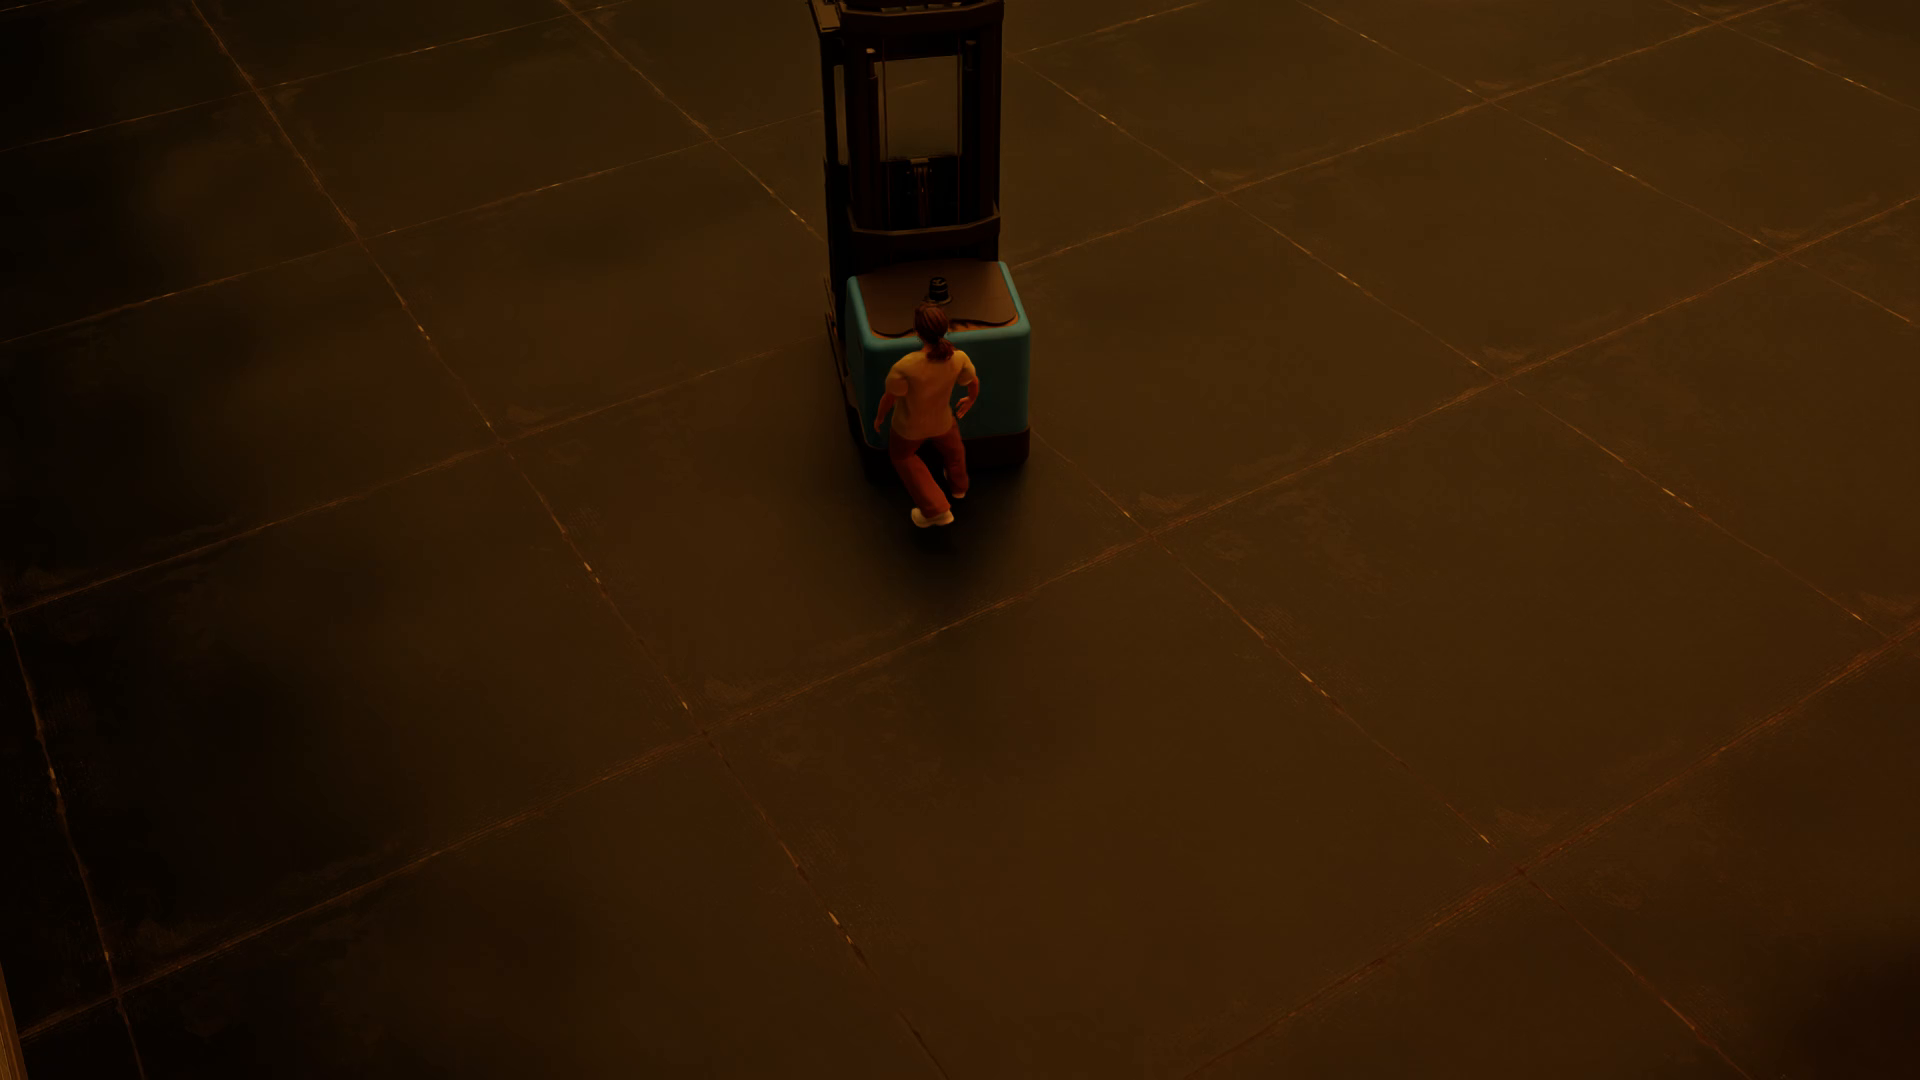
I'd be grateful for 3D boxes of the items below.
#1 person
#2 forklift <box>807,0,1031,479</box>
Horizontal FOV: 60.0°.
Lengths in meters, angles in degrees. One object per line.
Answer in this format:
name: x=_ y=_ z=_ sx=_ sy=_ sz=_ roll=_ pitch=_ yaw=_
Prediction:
person: x=-0.213 y=-0.777 z=9.708 sx=0.634 sy=1.610 sz=0.704 roll=-12 pitch=43 yaw=-13
forklift: x=-0.338 y=-2.460 z=10.686 sx=1.130 sy=2.935 sz=3.031 roll=-7 pitch=42 yaw=-8
